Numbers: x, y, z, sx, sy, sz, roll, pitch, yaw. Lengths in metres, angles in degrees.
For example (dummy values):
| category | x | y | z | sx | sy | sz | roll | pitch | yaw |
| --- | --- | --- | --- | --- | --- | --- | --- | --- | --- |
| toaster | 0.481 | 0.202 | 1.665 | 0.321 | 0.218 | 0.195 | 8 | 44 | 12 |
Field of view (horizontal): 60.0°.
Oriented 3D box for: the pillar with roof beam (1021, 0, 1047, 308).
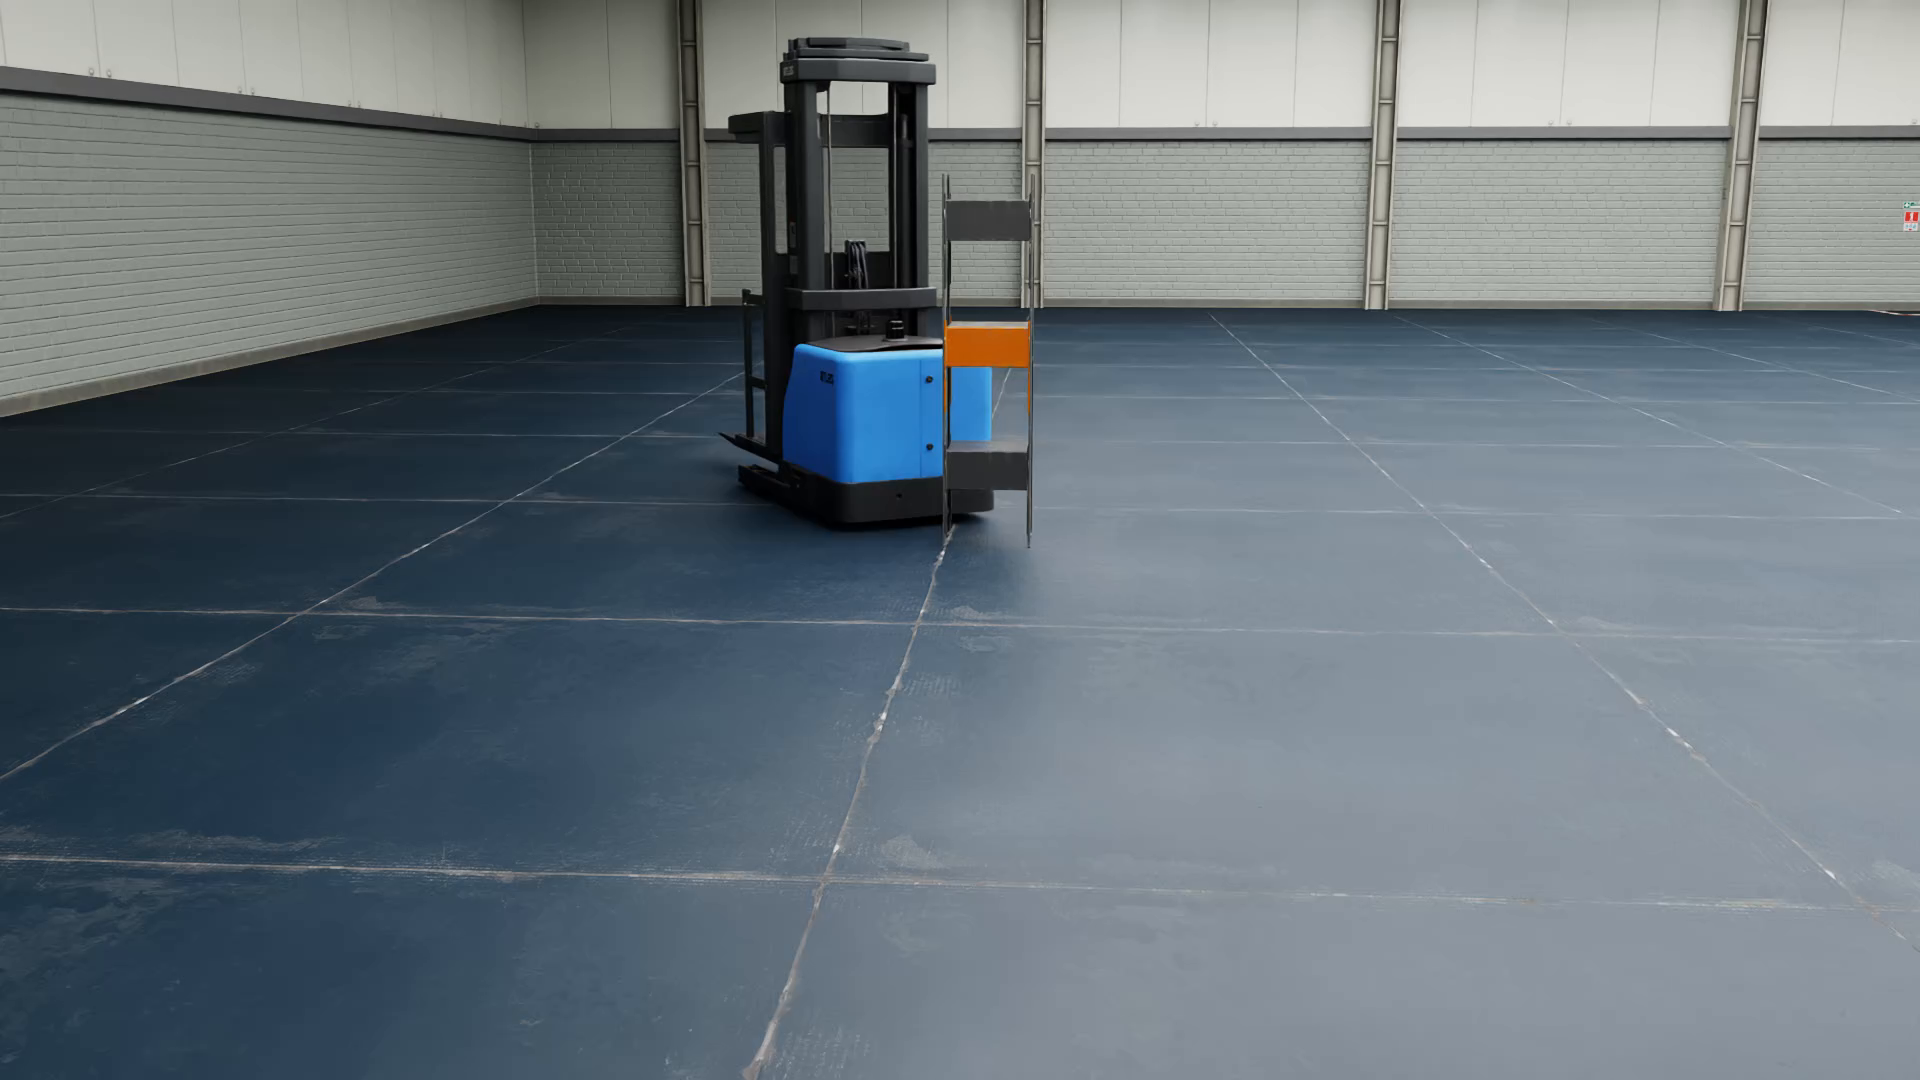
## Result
| category | x | y | z | sx | sy | sz | roll | pitch | yaw |
| --- | --- | --- | --- | --- | --- | --- | --- | --- | --- |
| pillar with roof beam | 0.994 | -7.659 | 24.404 | 0.400 | 9.000 | 9.100 | 1 | 12 | 4 |

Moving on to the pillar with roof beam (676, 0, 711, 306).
| category | x | y | z | sx | sy | sz | roll | pitch | yaw |
| --- | --- | --- | --- | --- | --- | --- | --- | --- | --- |
| pillar with roof beam | -4.992 | -7.741 | 24.796 | 0.400 | 9.000 | 9.100 | 1 | 12 | 4 |

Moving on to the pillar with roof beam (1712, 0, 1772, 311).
| category | x | y | z | sx | sy | sz | roll | pitch | yaw |
| --- | --- | --- | --- | --- | --- | --- | --- | --- | --- |
| pillar with roof beam | 12.967 | -7.495 | 23.619 | 0.400 | 9.000 | 9.100 | 1 | 12 | 4 |

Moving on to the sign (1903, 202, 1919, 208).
| category | x | y | z | sx | sy | sz | roll | pitch | yaw |
| --- | --- | --- | --- | --- | --- | --- | --- | --- | --- |
| sign | 16.238 | -5.701 | 28.314 | 0.331 | 0.109 | 0.001 | 1 | 12 | 4 |

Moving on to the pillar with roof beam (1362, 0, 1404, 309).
| category | x | y | z | sx | sy | sz | roll | pitch | yaw |
| --- | --- | --- | --- | --- | --- | --- | --- | --- | --- |
| pillar with roof beam | 6.981 | -7.577 | 24.011 | 0.400 | 9.000 | 9.100 | 1 | 12 | 4 |

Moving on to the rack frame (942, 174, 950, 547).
| category | x | y | z | sx | sy | sz | roll | pitch | yaw |
| --- | --- | --- | --- | --- | --- | --- | --- | --- | --- |
| rack frame | -0.078 | -1.029 | 9.558 | 0.015 | 2.100 | 0.400 | 1 | 12 | 4 |

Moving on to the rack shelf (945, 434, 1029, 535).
| category | x | y | z | sx | sy | sz | roll | pitch | yaw |
| --- | --- | --- | --- | --- | --- | --- | --- | --- | --- |
| rack shelf | 0.165 | -0.327 | 9.688 | 0.480 | 0.518 | 0.431 | 1 | 12 | 4 |

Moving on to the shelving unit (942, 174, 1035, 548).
| category | x | y | z | sx | sy | sz | roll | pitch | yaw |
| --- | --- | --- | --- | --- | --- | --- | --- | --- | --- |
| shelving unit | 0.165 | -1.025 | 9.542 | 0.503 | 2.100 | 0.431 | 1 | 12 | 4 |

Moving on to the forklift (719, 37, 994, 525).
| category | x | y | z | sx | sy | sz | roll | pitch | yaw |
| --- | --- | --- | --- | --- | --- | --- | --- | --- | --- |
| forklift | -0.875 | -1.783 | 11.134 | 1.130 | 2.935 | 3.031 | -5 | 13 | -25 |

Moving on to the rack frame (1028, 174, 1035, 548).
| category | x | y | z | sx | sy | sz | roll | pitch | yaw |
| --- | --- | --- | --- | --- | --- | --- | --- | --- | --- |
| rack frame | 0.409 | -1.022 | 9.526 | 0.015 | 2.100 | 0.400 | 1 | 12 | 4 |

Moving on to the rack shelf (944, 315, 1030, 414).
| category | x | y | z | sx | sy | sz | roll | pitch | yaw |
| --- | --- | --- | --- | --- | --- | --- | --- | --- | --- |
| rack shelf | 0.165 | -1.012 | 9.545 | 0.480 | 0.518 | 0.431 | 1 | 12 | 4 |

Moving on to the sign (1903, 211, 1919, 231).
| category | x | y | z | sx | sy | sz | roll | pitch | yaw |
| --- | --- | --- | --- | --- | --- | --- | --- | --- | --- |
| sign | 16.234 | -5.443 | 28.377 | 0.234 | 0.329 | 0.001 | 1 | 12 | 4 |

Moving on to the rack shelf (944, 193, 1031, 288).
| category | x | y | z | sx | sy | sz | roll | pitch | yaw |
| --- | --- | --- | --- | --- | --- | --- | --- | --- | --- |
| rack shelf | 0.165 | -1.697 | 9.402 | 0.480 | 0.518 | 0.431 | 1 | 12 | 4 |
